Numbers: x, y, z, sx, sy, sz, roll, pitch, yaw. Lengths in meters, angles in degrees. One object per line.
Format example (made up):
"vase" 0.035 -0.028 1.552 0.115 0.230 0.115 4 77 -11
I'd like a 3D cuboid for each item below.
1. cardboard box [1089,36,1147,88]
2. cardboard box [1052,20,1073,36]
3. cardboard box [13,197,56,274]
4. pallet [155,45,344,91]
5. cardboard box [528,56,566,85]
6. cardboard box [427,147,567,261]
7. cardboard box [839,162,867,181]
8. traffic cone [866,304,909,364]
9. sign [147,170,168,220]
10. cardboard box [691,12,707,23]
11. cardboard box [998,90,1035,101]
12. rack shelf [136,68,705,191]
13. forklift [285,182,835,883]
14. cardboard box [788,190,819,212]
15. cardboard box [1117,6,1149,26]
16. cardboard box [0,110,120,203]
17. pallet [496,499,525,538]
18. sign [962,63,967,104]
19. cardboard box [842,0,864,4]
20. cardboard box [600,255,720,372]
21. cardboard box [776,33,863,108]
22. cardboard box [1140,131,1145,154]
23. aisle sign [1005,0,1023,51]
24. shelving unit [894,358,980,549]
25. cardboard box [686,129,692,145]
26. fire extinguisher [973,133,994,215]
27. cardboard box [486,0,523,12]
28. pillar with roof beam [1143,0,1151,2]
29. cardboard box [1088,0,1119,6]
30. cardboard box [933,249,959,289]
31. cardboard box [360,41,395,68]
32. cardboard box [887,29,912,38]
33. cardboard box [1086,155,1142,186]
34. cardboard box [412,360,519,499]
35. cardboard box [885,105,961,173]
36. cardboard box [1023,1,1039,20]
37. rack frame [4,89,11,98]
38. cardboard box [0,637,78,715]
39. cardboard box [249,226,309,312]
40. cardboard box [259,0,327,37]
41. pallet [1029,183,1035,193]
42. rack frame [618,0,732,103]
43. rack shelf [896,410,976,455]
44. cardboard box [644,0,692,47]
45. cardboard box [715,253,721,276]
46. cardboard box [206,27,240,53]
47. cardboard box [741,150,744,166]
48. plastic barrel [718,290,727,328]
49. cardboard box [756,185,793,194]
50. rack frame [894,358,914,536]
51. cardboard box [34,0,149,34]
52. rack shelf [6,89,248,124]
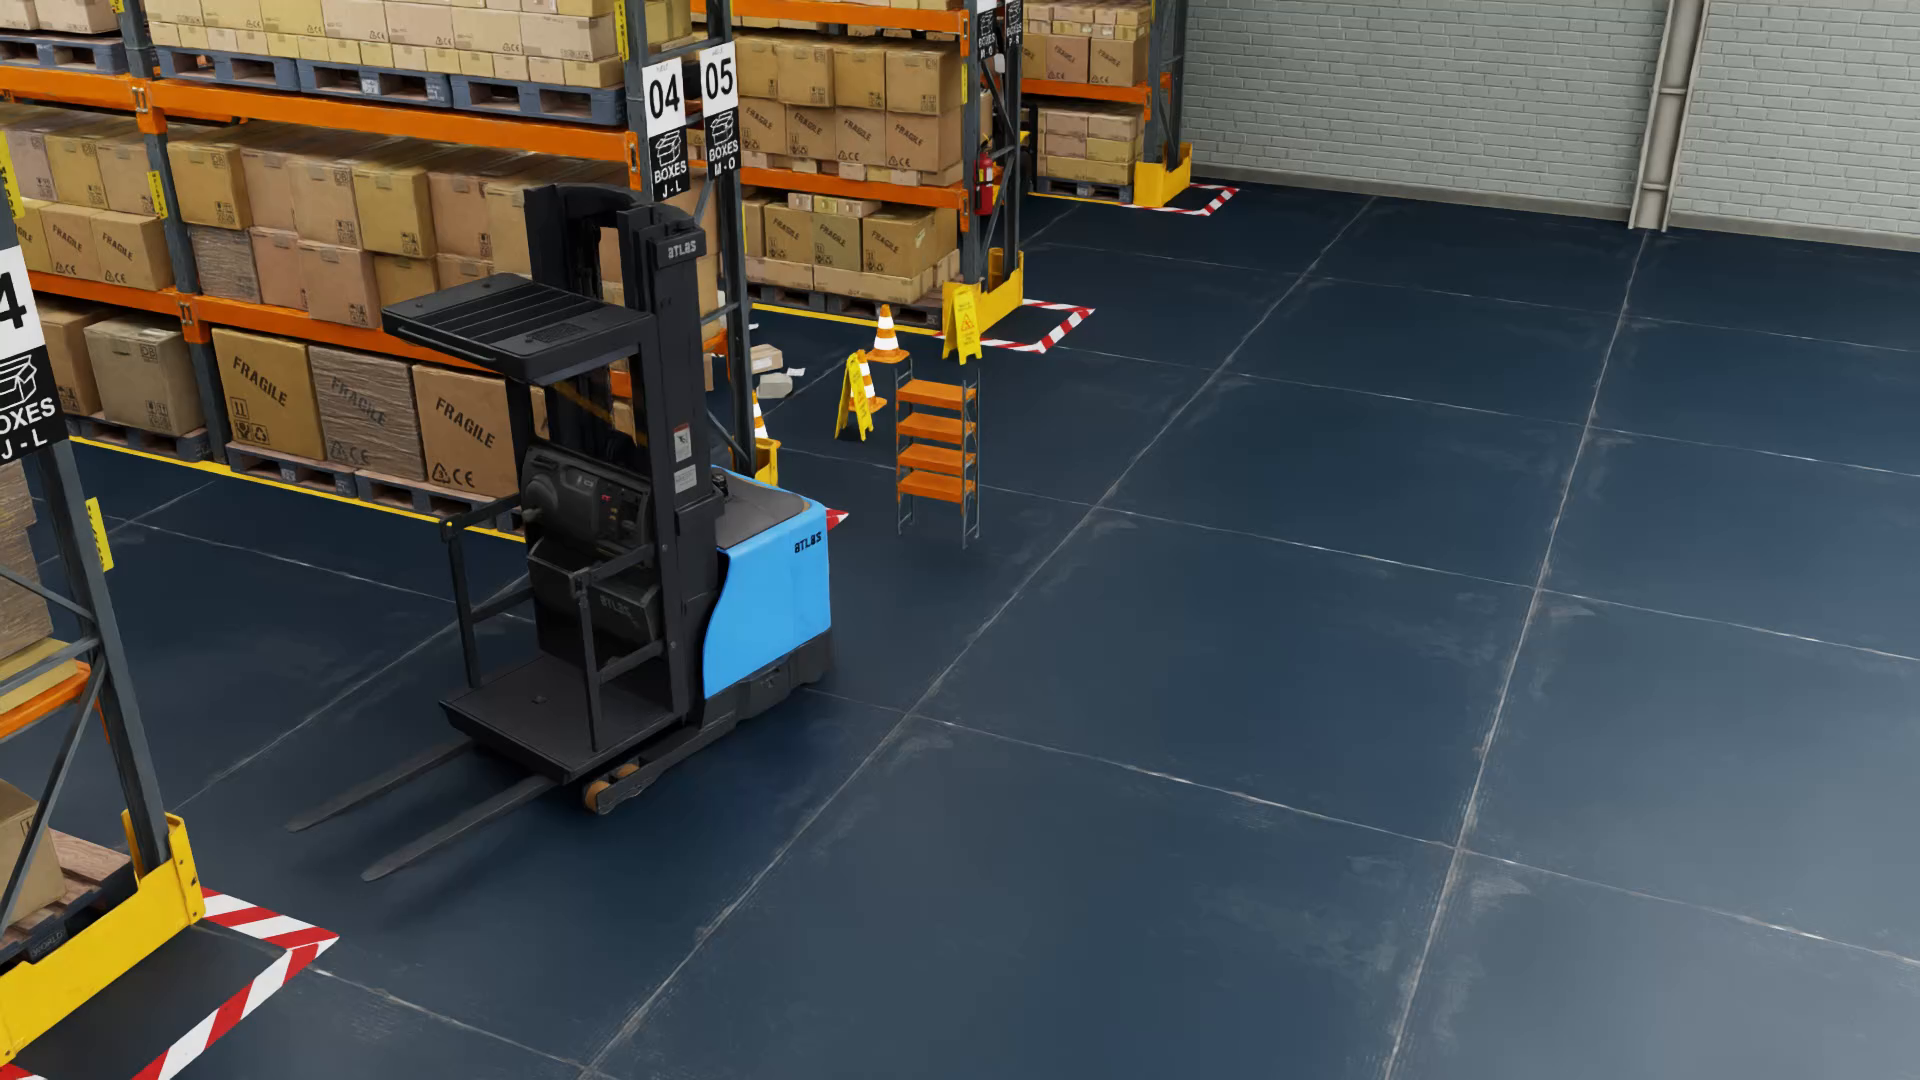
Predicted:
"cardboard box" 1.782 -5.417 18.744 0.500 0.500 0.500 11 28 21
"cardboard box" 1.230 -5.831 18.850 0.250 0.149 0.380 11 28 21
"cardboard box" -6.817 -2.331 12.476 0.500 0.500 0.500 12 29 22
"pallet" -4.570 -3.266 11.192 1.213 0.211 1.003 11 28 22
"cardboard box" -2.342 -2.820 9.881 0.250 0.149 0.380 12 29 22
"cardboard box" -2.984 -2.238 11.008 0.550 0.550 0.875 11 28 22
"cardboard box" -0.889 -3.353 14.949 0.250 0.149 0.380 12 29 23
"traffic cone" -0.638 -1.813 14.409 0.334 0.463 0.336 11 28 22
"sign" -5.527 -2.378 11.462 0.005 0.325 0.100 11 28 22
"cardboard box" -3.241 -6.550 20.762 0.500 0.250 0.500 12 29 23
"cardboard box" 0.609 -5.237 19.997 0.500 0.250 0.500 11 28 21
"rack shelf" -3.490 -2.771 10.901 4.000 0.370 1.077 11 28 22
"forklift" -2.031 -0.173 8.283 1.130 2.935 3.031 19 32 34
"cardboard box" -1.378 -3.151 15.309 0.250 0.149 0.380 13 29 24
"cardboard box" 1.925 -5.838 18.527 0.250 0.149 0.380 11 28 22
"cardboard box" -6.694 -2.881 12.462 0.500 0.500 0.700 12 28 22
"pallet" -2.430 -0.246 11.511 1.213 0.211 1.003 11 28 22
"sign" 0.039 -3.833 13.971 0.005 0.325 0.100 11 28 22
"cardboard box" -0.824 -4.745 14.380 0.250 0.149 0.380 12 28 22
"cardboard box" -2.026 -1.499 10.730 0.550 0.550 0.875 11 28 22
"cardboard box" -1.232 -4.171 14.744 0.500 0.500 0.700 11 28 21
"cardboard box" 1.997 -4.736 19.546 0.500 0.250 0.500 12 29 23
"aisle sign" 0.472 -4.671 14.398 0.004 0.787 0.394 11 28 22
"shelving unit" -0.151 -0.569 11.046 0.503 1.200 0.258 11 28 22
"cardboard box" -2.602 -4.026 15.581 0.500 0.500 0.500 11 28 22
"fire extinguisher" 0.201 -3.150 14.340 0.183 0.674 0.296 11 28 22
"cardboard box" -2.577 -3.225 9.801 0.250 0.149 0.380 12 29 23
"pillar with roof beam" 0.296 -6.838 14.951 0.400 9.000 9.100 11 28 22
"cardboard box" 1.651 -6.108 19.077 0.250 0.149 0.380 12 29 23
"cardboard box" -0.332 -2.605 15.782 0.500 0.250 0.500 11 28 21
"cardboard box" -3.501 -3.052 10.354 0.250 0.149 0.380 12 29 22
"cardboard box" -0.526 -5.889 19.703 0.500 0.500 0.500 12 29 23
"cardboard box" 1.780 -4.301 19.228 0.500 0.250 0.500 12 28 22
"cardboard box" -3.116 -0.875 11.562 0.875 0.875 0.875 11 28 21
"cardboard box" -0.321 -3.558 14.631 0.500 0.500 0.500 11 28 21
"cardboard box" 0.722 -6.031 18.919 0.250 0.149 0.380 12 29 23
"rack frame" -10.636 -5.585 19.199 0.127 3.000 1.000 11 28 22
"cardboard box" -3.975 0.558 7.005 0.250 0.149 0.380 11 28 22
"cardboard box" -4.460 -2.027 11.801 0.550 0.550 0.875 11 28 22
"cardboard box" -4.062 -3.373 10.554 0.500 0.250 0.500 11 28 21
"pallet" 0.519 -4.483 20.117 1.213 0.211 1.003 11 28 22
"rack frame" -1.670 -4.074 9.337 0.127 3.000 1.000 11 28 22
"rack shelf" -0.151 -0.709 10.977 0.480 0.148 0.258 11 28 22
"cardboard box" -2.003 -3.219 10.241 0.500 0.250 0.500 11 28 22
"cardboard box" -2.438 -2.768 16.114 0.500 0.250 0.500 13 29 25
"cardboard box" -4.657 -3.284 10.824 0.250 0.149 0.380 11 28 22
"cardboard box" -2.039 -3.586 15.421 0.250 0.149 0.380 12 28 22
"plastic barrel" -2.220 -2.004 14.842 0.512 0.421 0.421 -12 29 -23
"cardboard box" -1.775 -3.229 16.200 0.500 0.500 0.500 13 29 24
"rack frame" -0.373 -0.613 11.137 0.015 1.200 0.240 11 28 22
"cardboard box" -6.020 -3.690 11.535 0.500 0.250 0.500 12 29 22
"rack shelf" -8.816 -4.897 18.615 4.000 0.370 1.077 11 28 22
